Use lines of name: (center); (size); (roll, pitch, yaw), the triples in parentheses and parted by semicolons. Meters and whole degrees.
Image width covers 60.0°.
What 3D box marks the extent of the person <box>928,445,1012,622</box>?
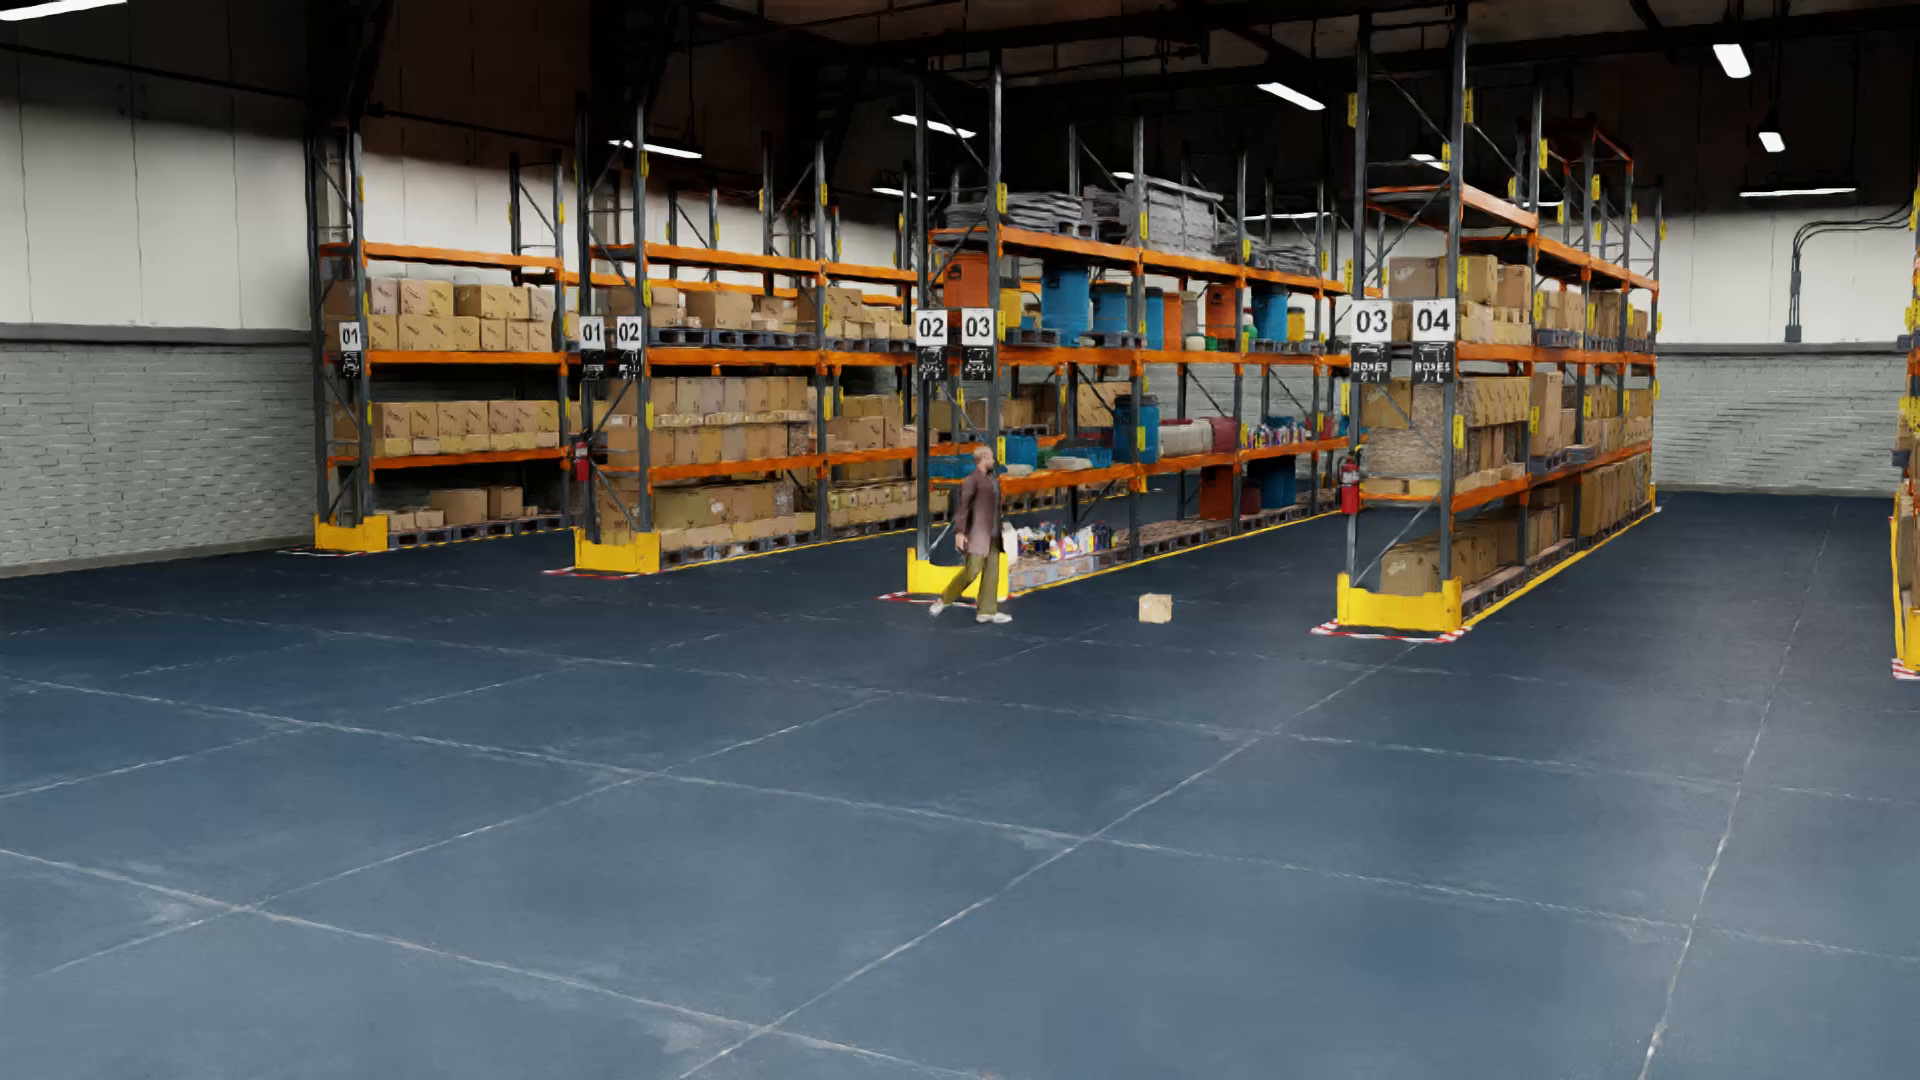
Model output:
person: (0.128, -0.055, 16.603); (0.662, 1.775, 0.787); (3, 7, 30)
